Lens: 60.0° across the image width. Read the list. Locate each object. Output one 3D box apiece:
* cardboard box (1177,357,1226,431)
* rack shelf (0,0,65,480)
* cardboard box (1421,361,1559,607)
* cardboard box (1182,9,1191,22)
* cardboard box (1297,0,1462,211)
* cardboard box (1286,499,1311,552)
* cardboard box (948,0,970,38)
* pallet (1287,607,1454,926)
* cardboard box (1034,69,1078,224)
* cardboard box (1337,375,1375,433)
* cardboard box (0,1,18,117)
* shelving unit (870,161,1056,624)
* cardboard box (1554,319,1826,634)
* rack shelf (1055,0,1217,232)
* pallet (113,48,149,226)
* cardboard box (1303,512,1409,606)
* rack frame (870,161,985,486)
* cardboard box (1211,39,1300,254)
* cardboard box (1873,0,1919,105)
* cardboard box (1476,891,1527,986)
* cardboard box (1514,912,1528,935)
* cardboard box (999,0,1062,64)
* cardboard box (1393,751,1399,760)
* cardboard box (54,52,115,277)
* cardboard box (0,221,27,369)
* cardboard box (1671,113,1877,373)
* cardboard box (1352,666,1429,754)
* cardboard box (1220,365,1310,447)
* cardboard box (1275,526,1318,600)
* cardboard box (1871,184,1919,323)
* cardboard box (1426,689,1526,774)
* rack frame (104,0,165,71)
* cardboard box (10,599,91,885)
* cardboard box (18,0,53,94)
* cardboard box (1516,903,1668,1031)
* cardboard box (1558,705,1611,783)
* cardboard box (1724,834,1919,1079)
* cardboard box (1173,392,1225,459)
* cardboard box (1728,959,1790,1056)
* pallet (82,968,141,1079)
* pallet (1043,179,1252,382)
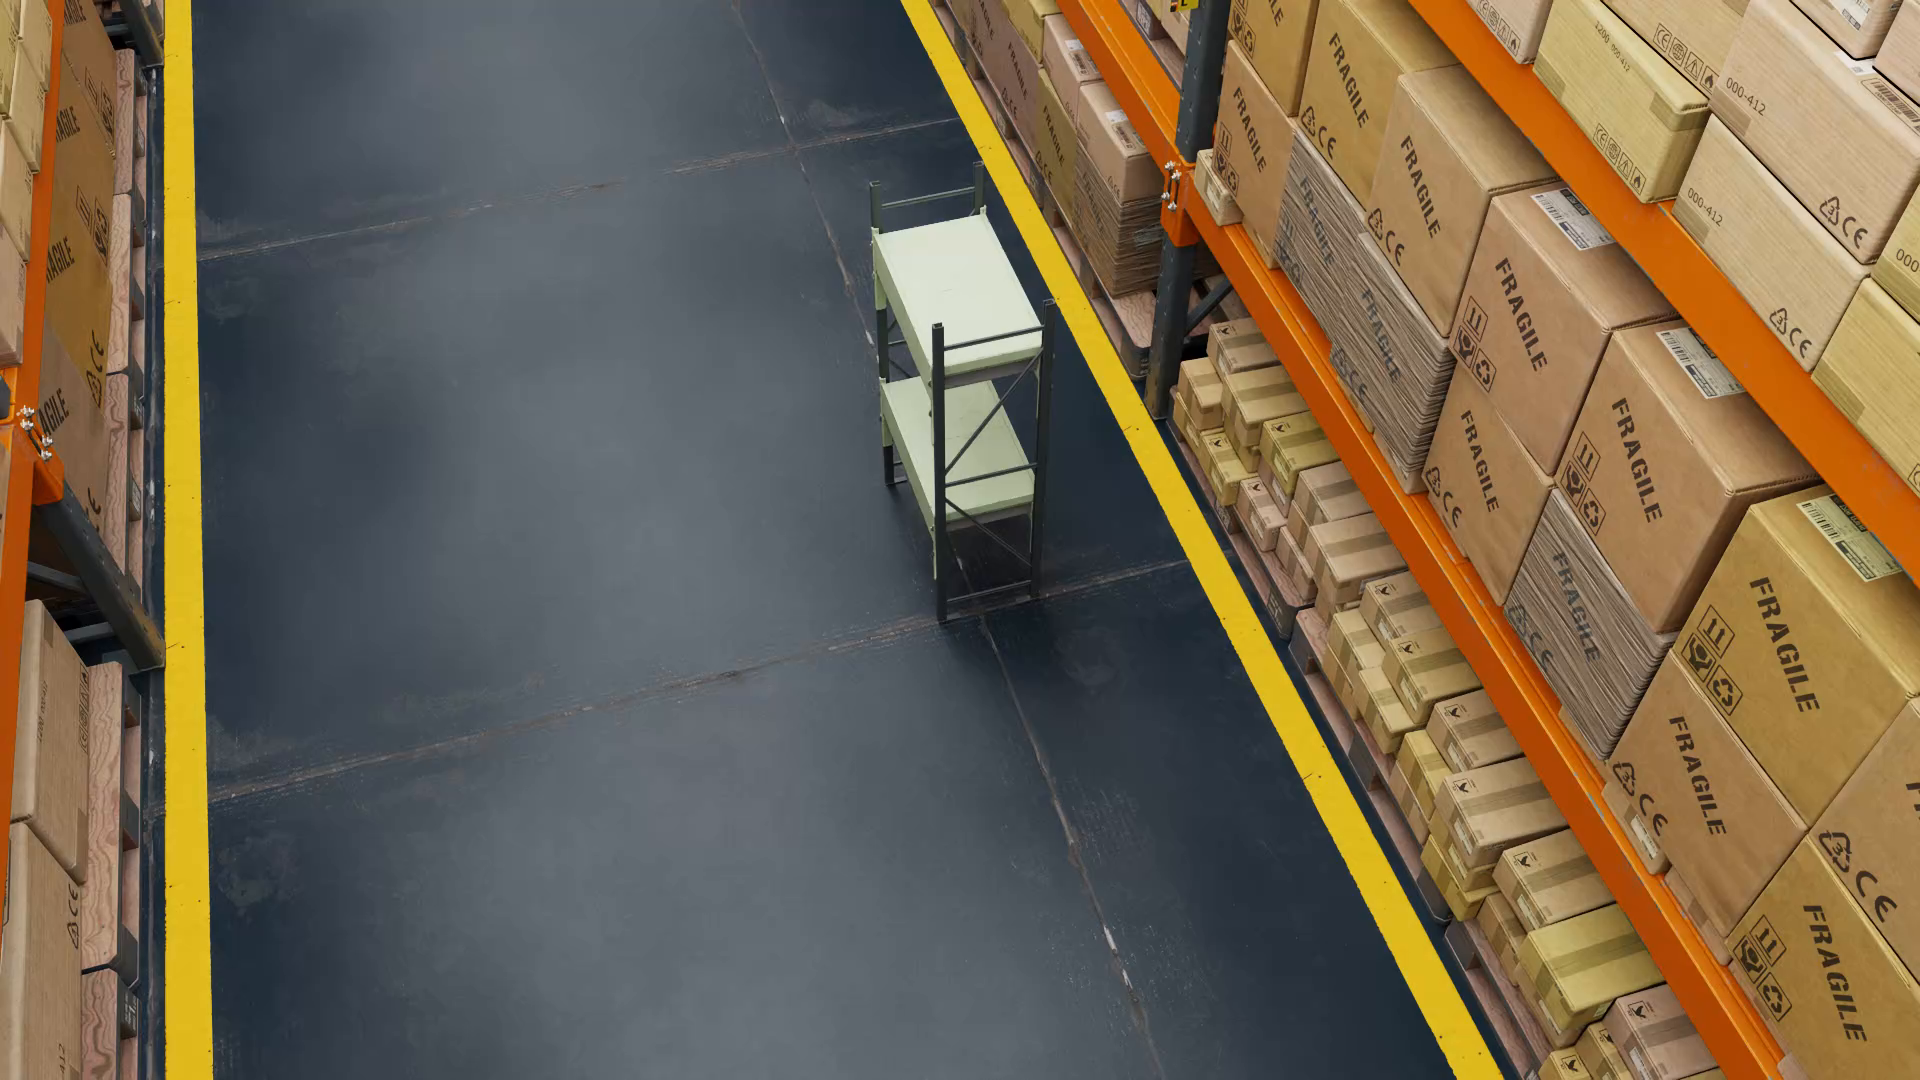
[{"bbox_3d":[1.072,-0.593,6.473,0.380,0.149,0.250,-11,51,-9],"label":"cardboard box"},{"bbox_3d":[-4.020,-1.654,6.443,1.077,0.370,4.000,-13,51,-11],"label":"rack shelf"},{"bbox_3d":[1.631,-0.207,4.492,0.500,0.500,0.500,-11,51,-9],"label":"cardboard box"},{"bbox_3d":[0.964,-2.014,5.971,0.380,0.149,0.250,-12,51,-10],"label":"cardboard box"},{"bbox_3d":[1.339,-1.309,4.767,0.500,0.500,0.500,-15,51,-12],"label":"cardboard box"},{"bbox_3d":[1.416,-0.061,6.025,0.380,0.149,0.250,-16,52,-13],"label":"cardboard box"},{"bbox_3d":[0.205,-2.928,8.407,0.500,0.500,0.500,-13,51,-11],"label":"cardboard box"},{"bbox_3d":[1.867,0.656,5.849,1.003,0.211,1.213,-13,51,-11],"label":"pallet"},{"bbox_3d":[0.660,-1.806,7.461,0.500,0.500,0.500,-14,51,-12],"label":"cardboard box"},{"bbox_3d":[1.405,-0.503,5.166,0.380,0.149,0.250,-12,51,-10],"label":"cardboard box"},{"bbox_3d":[-3.594,-1.672,5.758,0.500,0.250,0.500,-13,51,-11],"label":"cardboard box"},{"bbox_3d":[-0.002,-0.488,5.970,0.431,1.500,0.755,-13,51,-11],"label":"shelving unit"},{"bbox_3d":[1.768,-0.173,3.809,0.500,0.500,0.500,-11,51,-9],"label":"cardboard box"},{"bbox_3d":[0.679,-2.847,7.448,1.077,0.370,4.000,-13,51,-11],"label":"rack shelf"},{"bbox_3d":[-4.450,-1.855,7.965,1.003,0.211,1.213,-13,51,-11],"label":"pallet"},{"bbox_3d":[1.417,0.050,5.736,0.380,0.149,0.250,-12,51,-10],"label":"cardboard box"},{"bbox_3d":[-0.110,-0.756,6.196,0.400,1.500,0.023,-13,51,-11],"label":"rack frame"},{"bbox_3d":[1.176,-1.327,5.437,0.500,0.500,0.500,-14,51,-12],"label":"cardboard box"},{"bbox_3d":[1.820,-0.838,2.832,0.380,0.149,0.250,-14,51,-12],"label":"cardboard box"},{"bbox_3d":[1.845,1.195,5.160,0.380,0.149,0.250,-13,51,-11],"label":"cardboard box"},{"bbox_3d":[1.888,1.072,5.070,0.380,0.149,0.250,-14,51,-11],"label":"cardboard box"},{"bbox_3d":[0.500,-2.437,7.502,0.500,0.250,0.500,-15,52,-13],"label":"cardboard box"},{"bbox_3d":[1.645,0.617,5.647,0.380,0.149,0.250,-12,51,-10],"label":"cardboard box"},{"bbox_3d":[-4.226,-1.621,7.060,0.875,0.875,0.875,-13,51,-11],"label":"cardboard box"},{"bbox_3d":[-3.306,-0.758,5.315,0.500,0.250,0.500,-14,51,-12],"label":"cardboard box"},{"bbox_3d":[1.775,-0.624,3.240,0.500,0.250,0.500,-11,51,-9],"label":"cardboard box"},{"bbox_3d":[1.538,0.529,5.527,0.380,0.149,0.250,-13,51,-11],"label":"cardboard box"},{"bbox_3d":[1.199,-0.513,6.211,0.380,0.149,0.250,-11,51,-9],"label":"cardboard box"},{"bbox_3d":[1.396,0.042,6.132,0.380,0.149,0.250,-14,51,-12],"label":"cardboard box"},{"bbox_3d":[1.922,-0.428,2.748,0.500,0.250,0.500,-15,51,-12],"label":"cardboard box"},{"bbox_3d":[1.717,0.604,5.269,0.380,0.149,0.250,-15,51,-12],"label":"cardboard box"},{"bbox_3d":[-4.611,-3.346,7.399,1.000,3.000,0.127,-13,51,-11],"label":"rack frame"},{"bbox_3d":[-3.345,0.748,5.348,0.875,0.438,0.875,-14,51,-12],"label":"cardboard box"},{"bbox_3d":[-3.736,-1.880,6.261,0.500,0.250,0.500,-14,51,-12],"label":"cardboard box"},{"bbox_3d":[1.837,1.209,4.759,0.380,0.149,0.250,-14,51,-12],"label":"cardboard box"},{"bbox_3d":[1.813,0.460,4.354,0.380,0.149,0.250,-15,52,-13],"label":"cardboard box"},{"bbox_3d":[2.075,0.905,3.555,0.500,0.500,0.500,-12,51,-10],"label":"cardboard box"},{"bbox_3d":[1.071,-0.496,6.586,0.380,0.149,0.250,-15,52,-13],"label":"cardboard box"},{"bbox_3d":[2.049,1.020,3.882,0.380,0.149,0.250,-13,51,-11],"label":"cardboard box"},{"bbox_3d":[-2.914,1.940,4.767,1.003,0.211,1.213,-13,51,-11],"label":"pallet"},{"bbox_3d":[1.039,-1.287,7.487,1.003,0.211,1.213,-13,51,-11],"label":"pallet"}]
